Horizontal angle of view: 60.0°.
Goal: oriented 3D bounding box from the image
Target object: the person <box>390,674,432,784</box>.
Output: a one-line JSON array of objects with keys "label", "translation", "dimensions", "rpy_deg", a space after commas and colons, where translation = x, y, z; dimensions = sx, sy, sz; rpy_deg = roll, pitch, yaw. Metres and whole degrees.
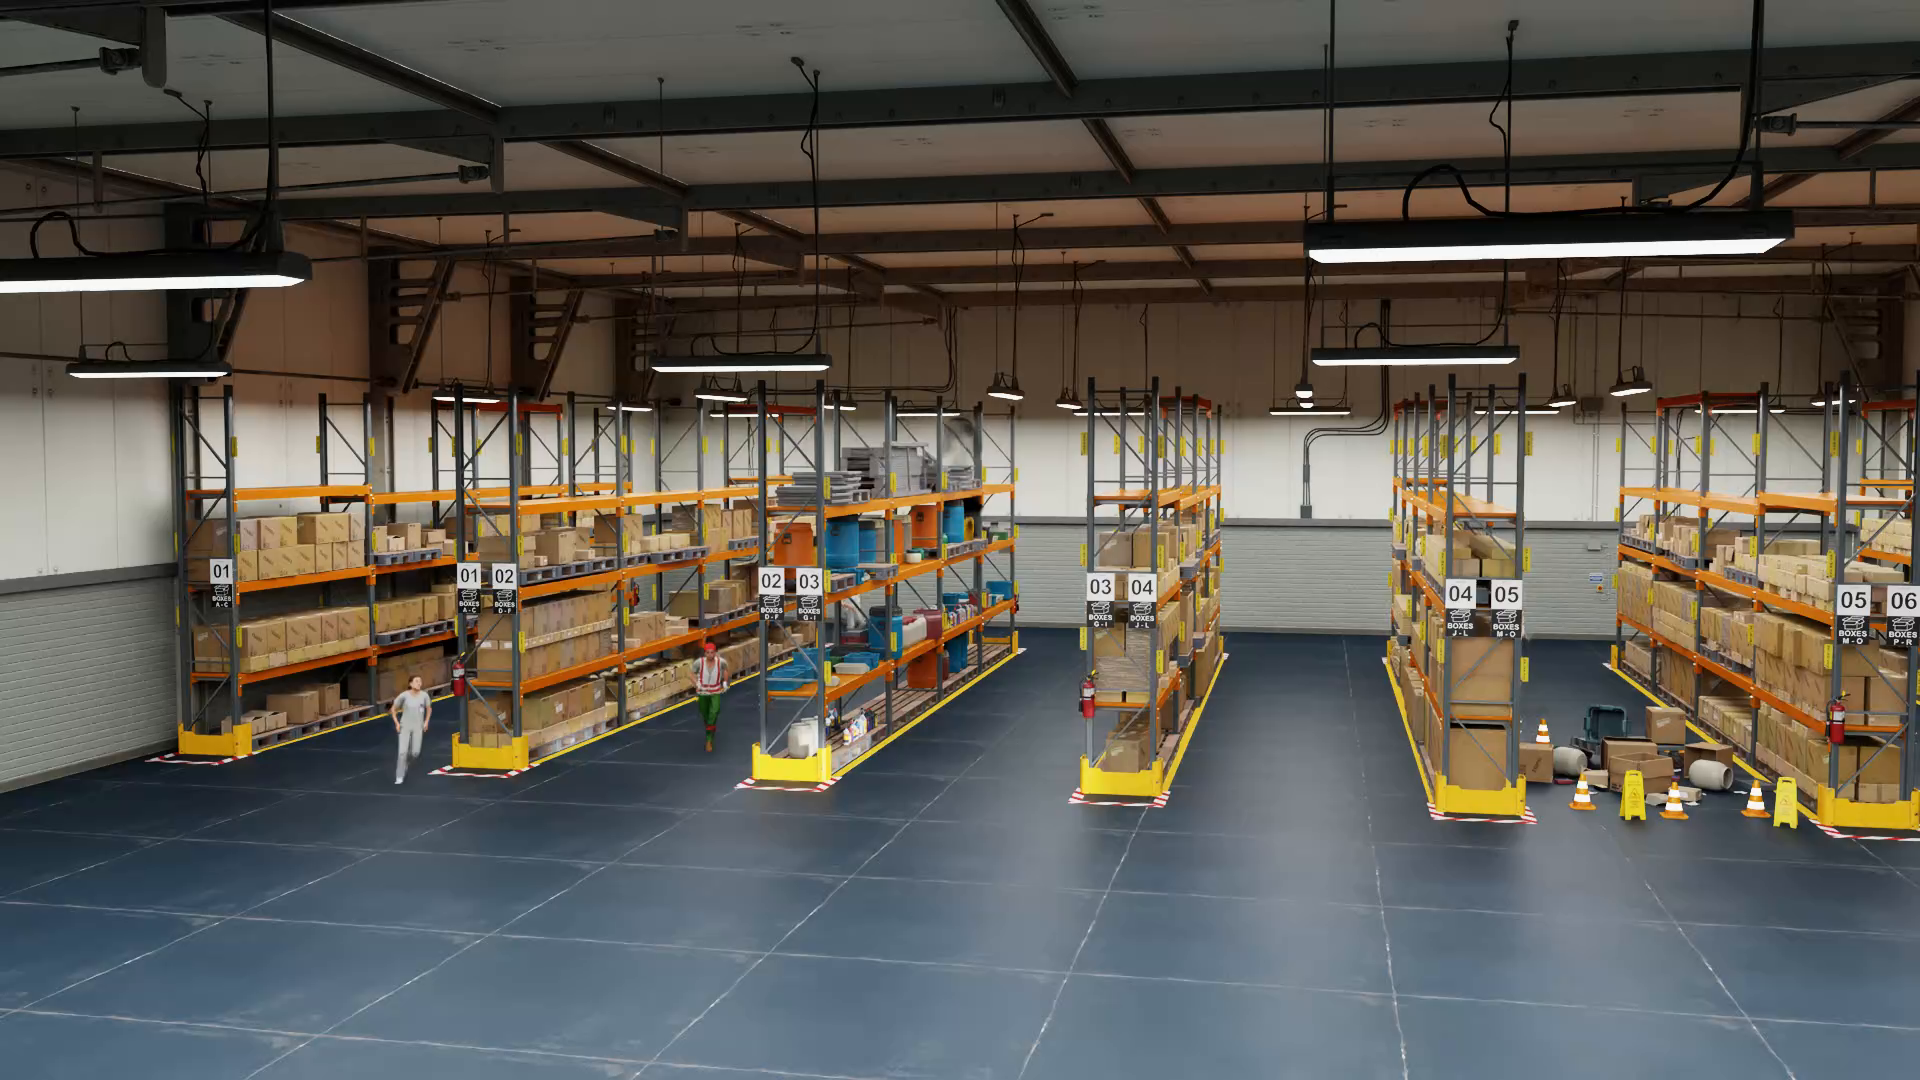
[{"label": "person", "translation": [-8.217, 2.811, 24.935], "dimensions": [0.607, 1.613, 0.552], "rpy_deg": [-2, 4, -29]}]

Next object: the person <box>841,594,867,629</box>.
[{"label": "person", "translation": [-2.674, 1.792, 41.822], "dimensions": [0.679, 1.751, 0.620], "rpy_deg": [-3, 4, -38]}]

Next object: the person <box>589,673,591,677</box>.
[{"label": "person", "translation": [-7.651, 2.396, 33.512], "dimensions": [0.596, 1.480, 0.780], "rpy_deg": [0, 3, -7]}]

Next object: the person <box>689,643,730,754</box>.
[{"label": "person", "translation": [-4.171, 2.575, 27.687], "dimensions": [0.658, 1.773, 1.135], "rpy_deg": [0, 3, -5]}]
